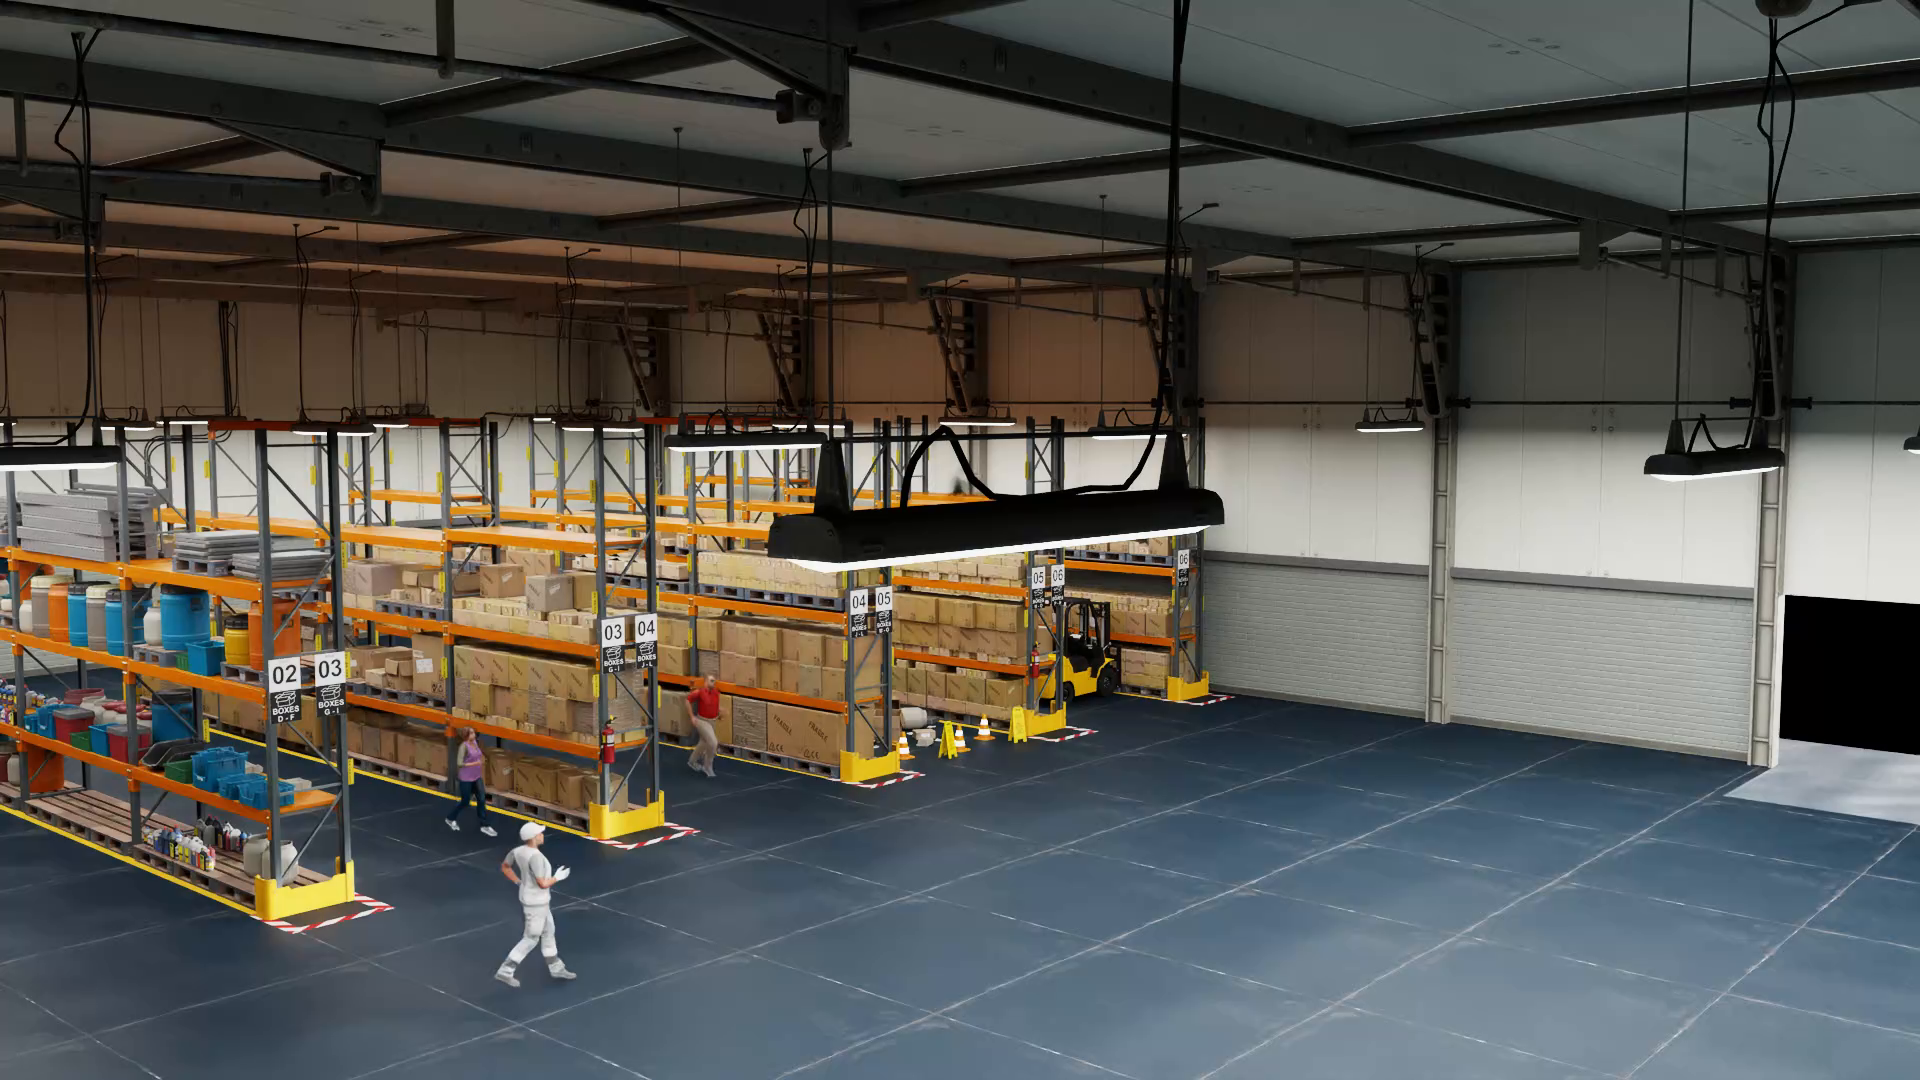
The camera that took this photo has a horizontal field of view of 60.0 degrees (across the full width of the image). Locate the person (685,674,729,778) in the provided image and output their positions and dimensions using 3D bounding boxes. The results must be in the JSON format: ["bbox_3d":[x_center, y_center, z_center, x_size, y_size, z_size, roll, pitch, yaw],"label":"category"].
[{"bbox_3d":[-4.298,3.156,28.221,0.867,1.777,0.573,2,5,27],"label":"person"}]

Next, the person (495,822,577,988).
[{"bbox_3d":[-4.567,3.920,17.877,0.915,1.806,0.644,-3,5,-29],"label":"person"}]

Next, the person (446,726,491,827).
[{"bbox_3d":[-7.170,3.439,24.216,0.742,1.496,0.531,2,5,23],"label":"person"}]
